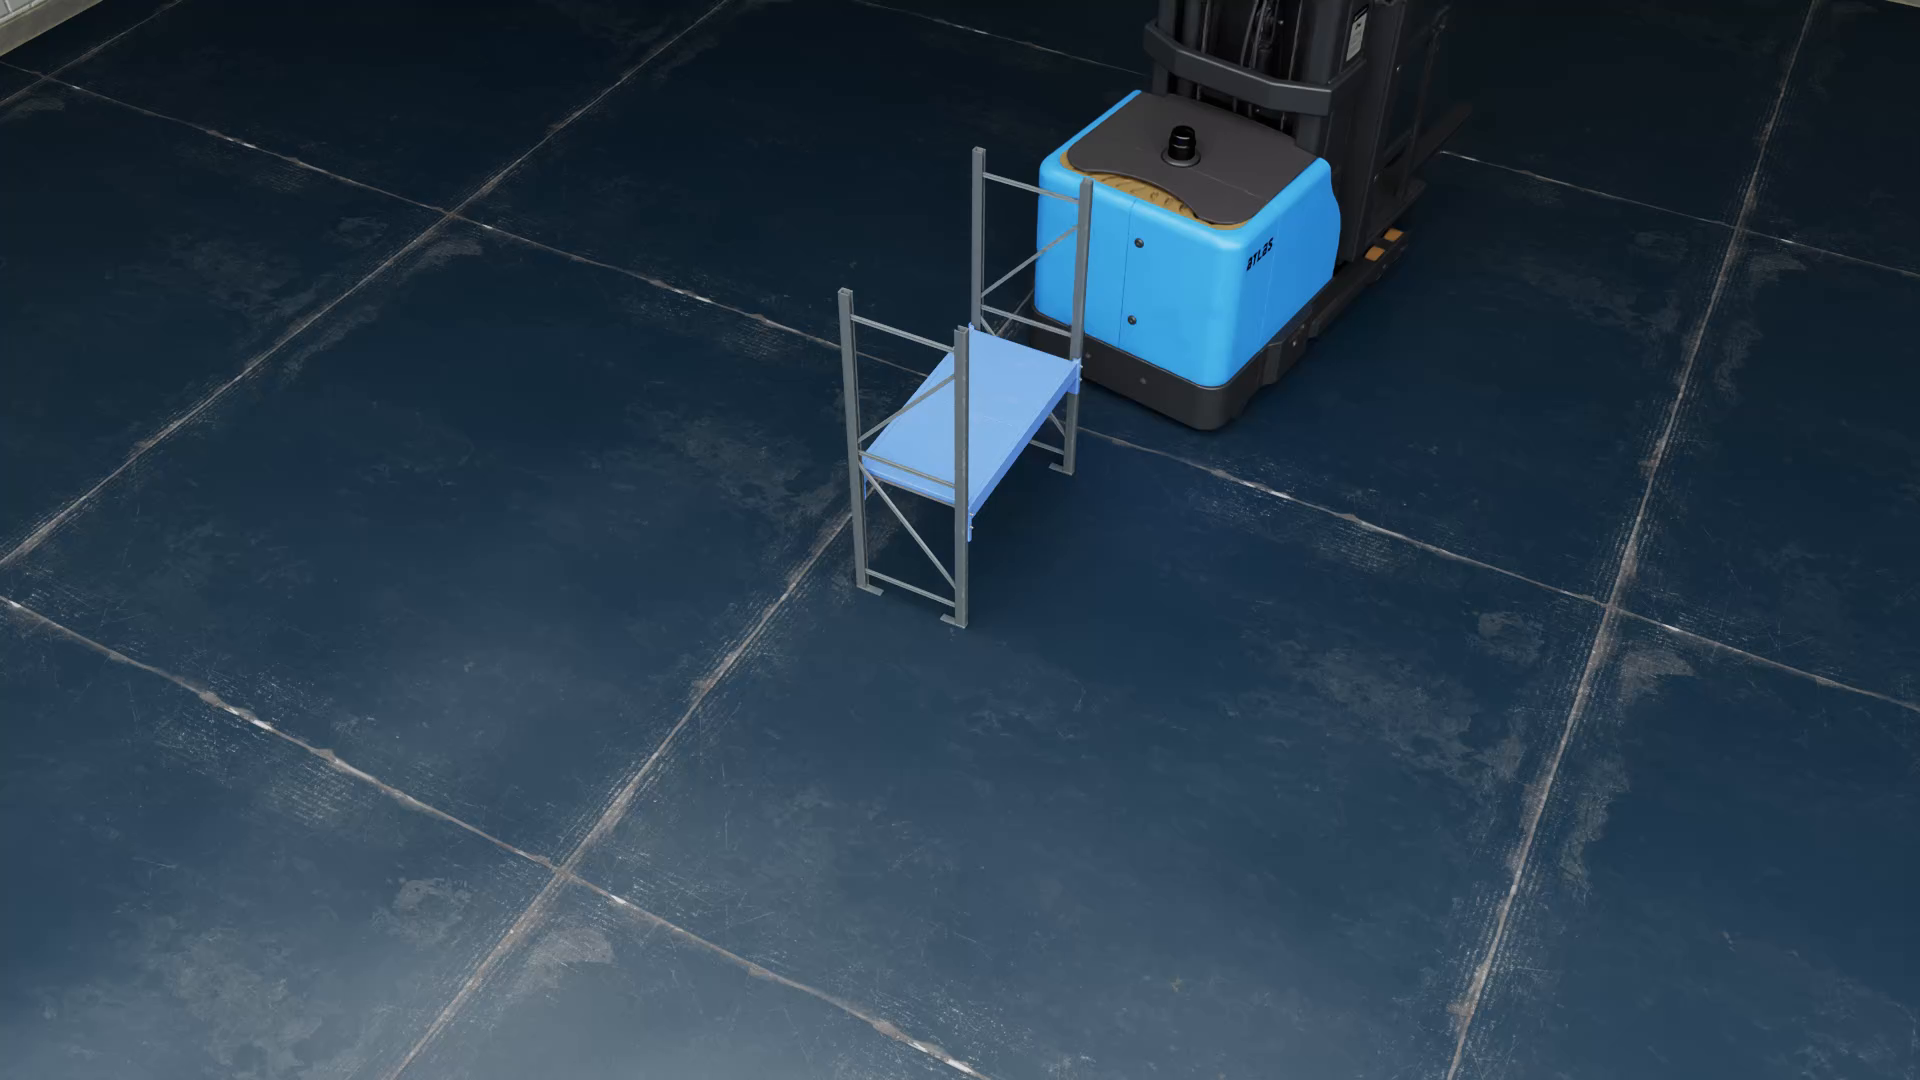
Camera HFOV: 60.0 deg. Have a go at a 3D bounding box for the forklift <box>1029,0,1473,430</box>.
[{"bbox_3d":[1.615,-2.522,7.462,1.130,2.935,3.031,28,52,25],"label":"forklift"}]

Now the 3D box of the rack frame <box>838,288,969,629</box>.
[{"bbox_3d":[-0.196,-0.261,6.233,0.500,1.500,0.032,20,49,19],"label":"rack frame"}]

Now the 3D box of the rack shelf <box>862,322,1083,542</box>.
[{"bbox_3d":[0.040,-0.455,6.678,0.538,0.185,1.000,20,49,19],"label":"rack shelf"}]

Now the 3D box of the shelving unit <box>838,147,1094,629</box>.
[{"bbox_3d":[0.040,-0.581,6.550,0.538,1.500,1.048,20,49,19],"label":"shelving unit"}]

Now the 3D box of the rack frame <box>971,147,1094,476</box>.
[{"bbox_3d":[0.276,-0.901,6.866,0.500,1.500,0.032,20,49,19],"label":"rack frame"}]
